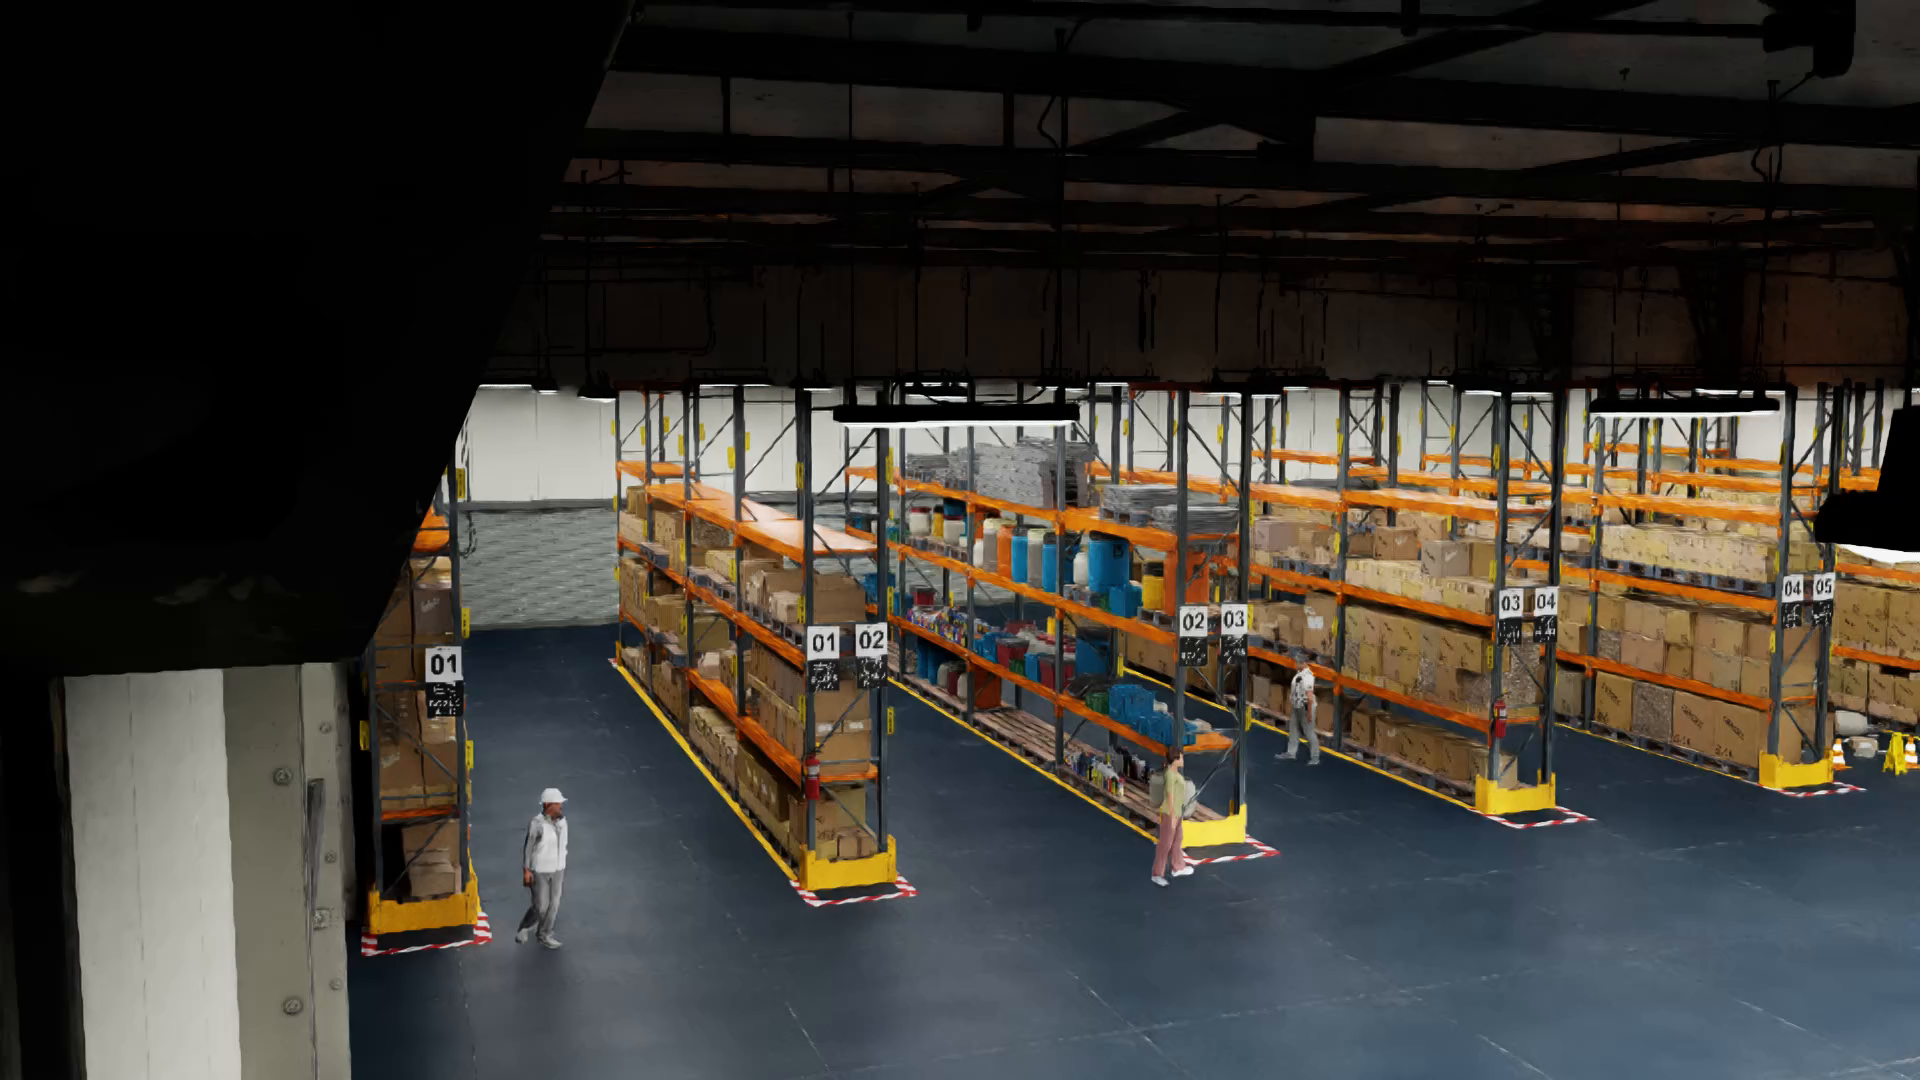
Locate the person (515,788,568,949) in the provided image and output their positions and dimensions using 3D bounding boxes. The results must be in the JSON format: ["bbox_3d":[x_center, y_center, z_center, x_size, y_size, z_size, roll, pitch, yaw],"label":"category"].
[{"bbox_3d":[-4.521,3.551,18.039,0.557,1.767,0.586,4,7,33],"label":"person"}]

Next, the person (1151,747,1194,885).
[{"bbox_3d":[2.603,3.340,20.343,0.499,1.665,0.647,1,6,11],"label":"person"}]

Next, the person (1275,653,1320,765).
[{"bbox_3d":[5.380,2.652,26.451,0.624,1.748,0.759,-1,6,-7],"label":"person"}]
